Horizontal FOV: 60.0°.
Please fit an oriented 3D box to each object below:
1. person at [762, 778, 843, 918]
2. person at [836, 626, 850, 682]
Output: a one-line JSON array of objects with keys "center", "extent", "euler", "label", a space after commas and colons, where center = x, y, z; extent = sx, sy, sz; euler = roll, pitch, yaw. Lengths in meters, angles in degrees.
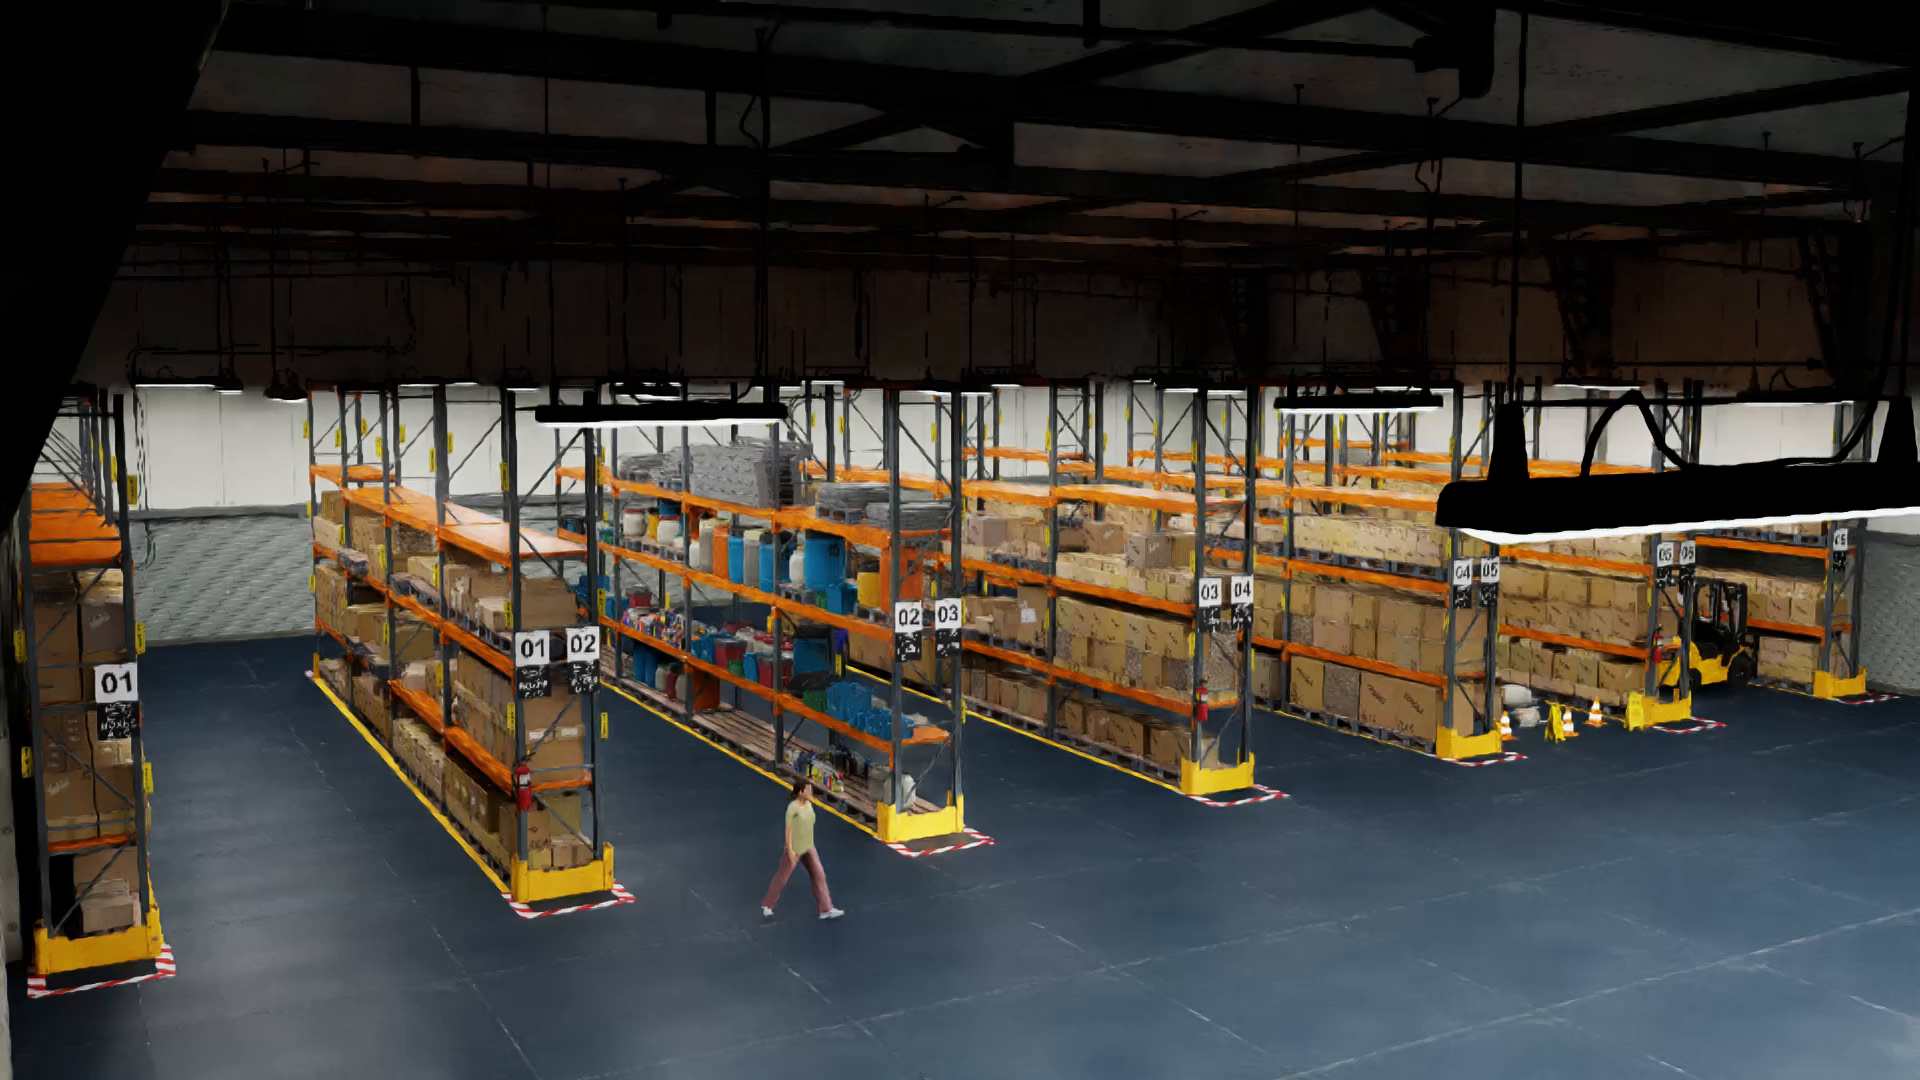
[{"center": [-1.839, 3.507, 18.900], "extent": [0.929, 1.635, 0.536], "euler": [4, 7, 35], "label": "person"}, {"center": [-2.365, 2.189, 31.555], "extent": [0.593, 1.603, 0.509], "euler": [-4, 7, -31], "label": "person"}]
